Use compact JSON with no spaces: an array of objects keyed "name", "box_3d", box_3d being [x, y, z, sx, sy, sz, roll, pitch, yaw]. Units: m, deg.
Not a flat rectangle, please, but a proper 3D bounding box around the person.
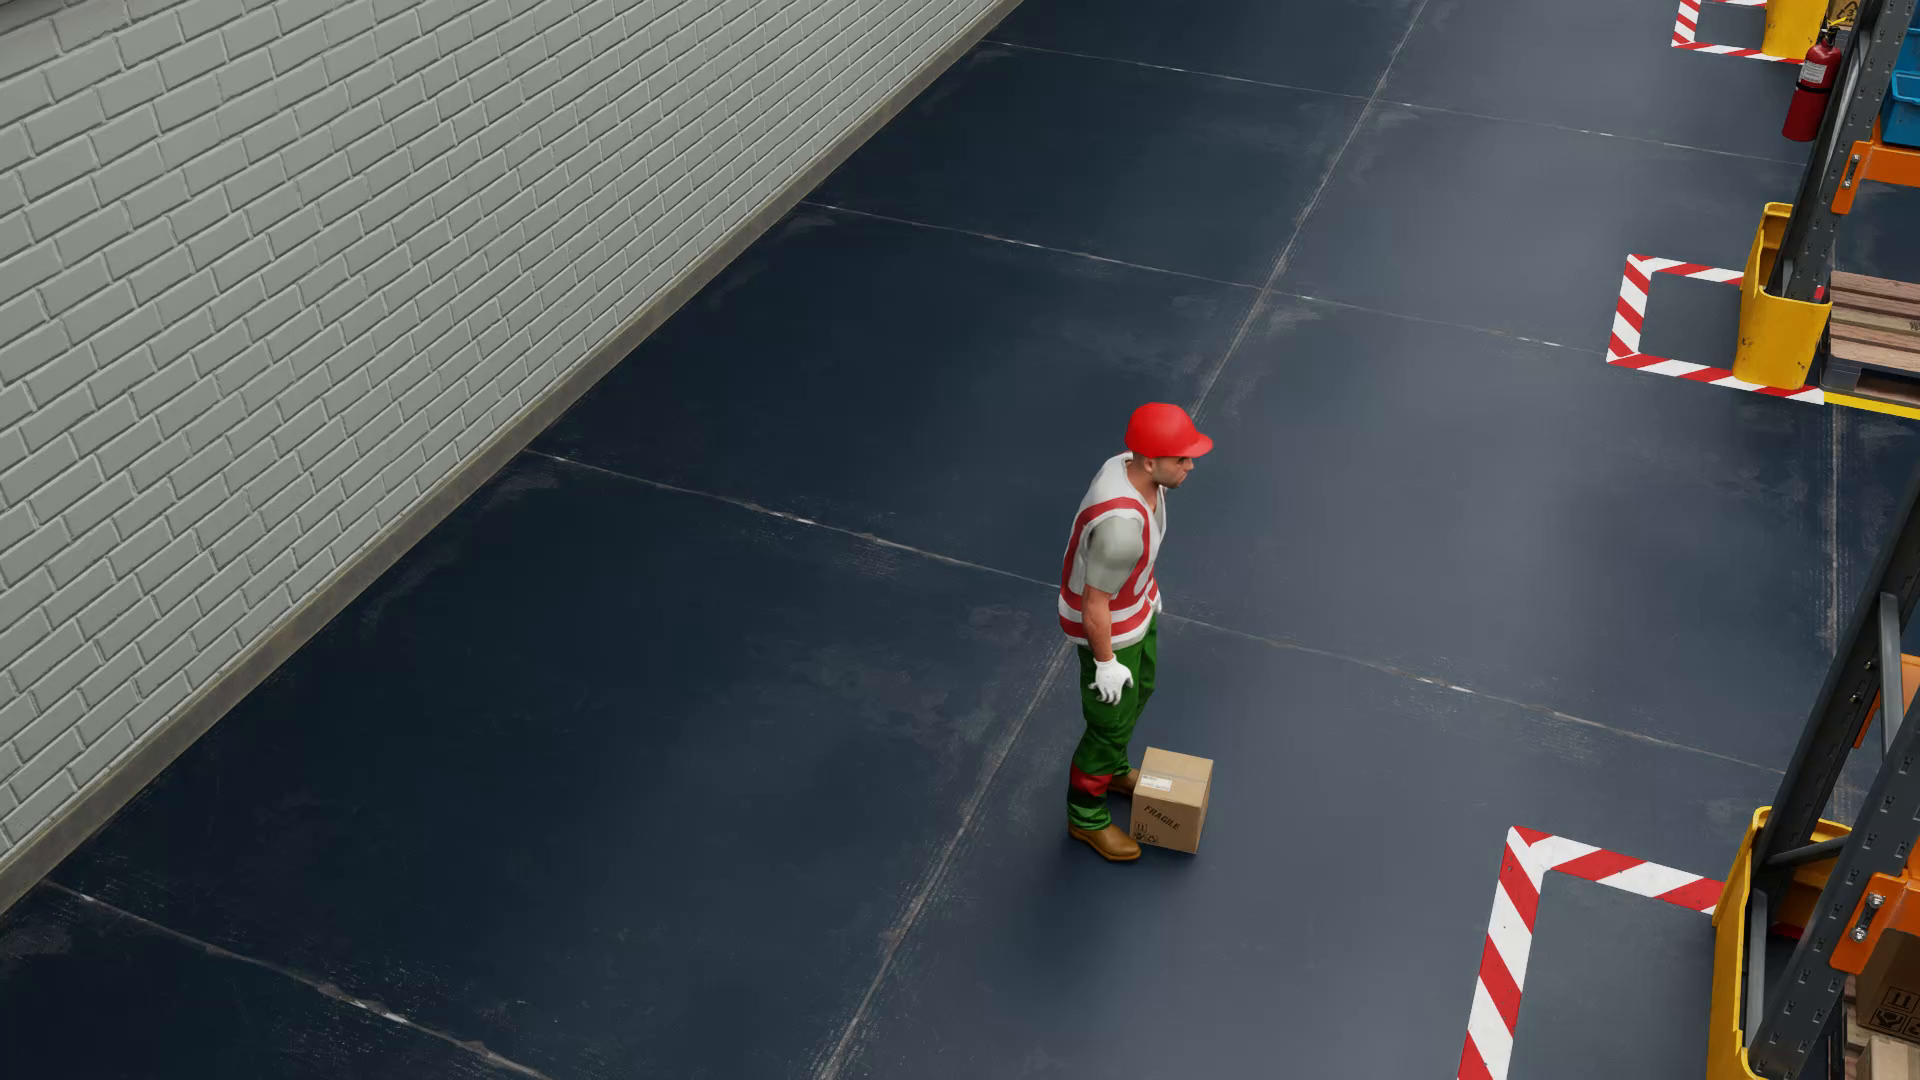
[{"name":"person","box_3d":[0.574,0.293,5.753,0.452,1.777,0.610,12,39,15]}]
